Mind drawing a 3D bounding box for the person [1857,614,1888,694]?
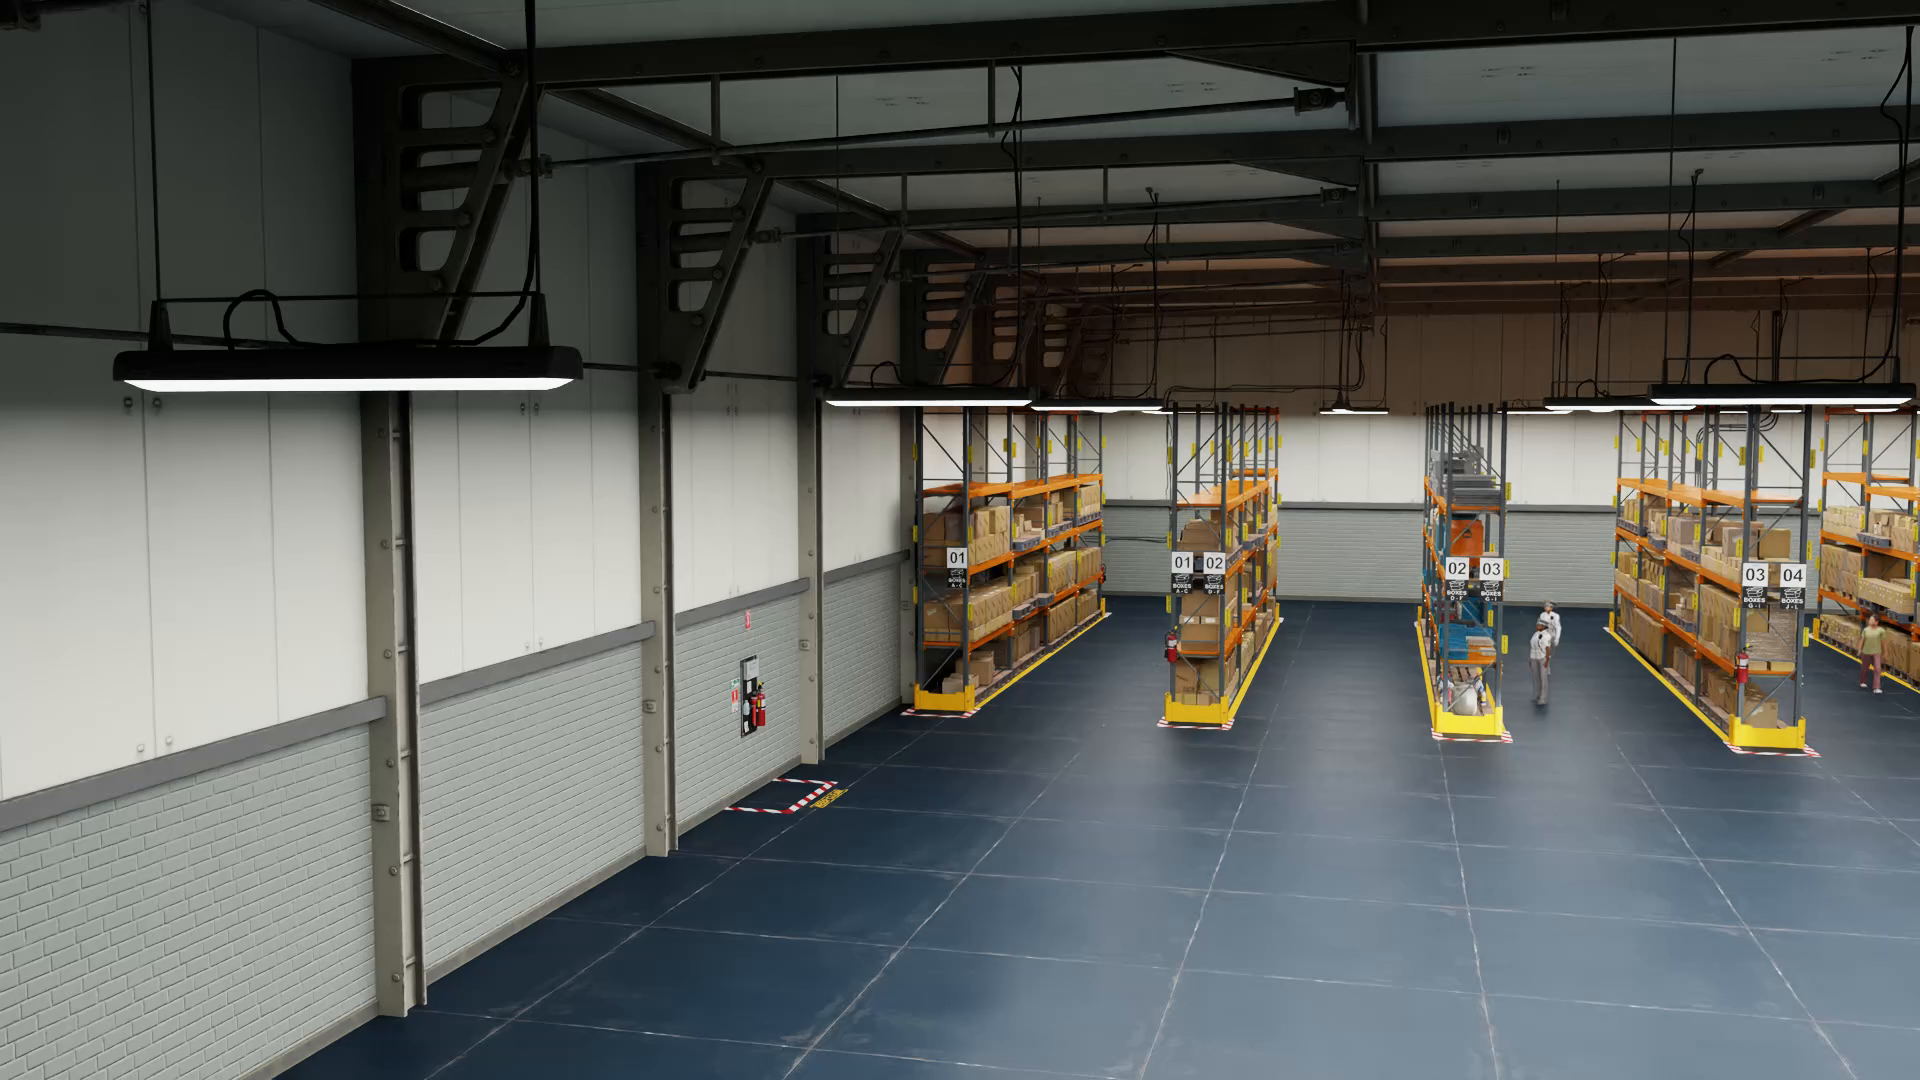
[{"bbox_3d":[18.983,2.356,34.576,0.590,1.626,1.014,1,4,19],"label":"person"}]

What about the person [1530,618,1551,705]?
[{"bbox_3d":[11.623,2.423,33.416,0.515,1.706,0.458,-4,5,-40],"label":"person"}]

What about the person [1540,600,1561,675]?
[{"bbox_3d":[13.130,2.156,37.072,0.440,1.643,0.911,0,4,3],"label":"person"}]
